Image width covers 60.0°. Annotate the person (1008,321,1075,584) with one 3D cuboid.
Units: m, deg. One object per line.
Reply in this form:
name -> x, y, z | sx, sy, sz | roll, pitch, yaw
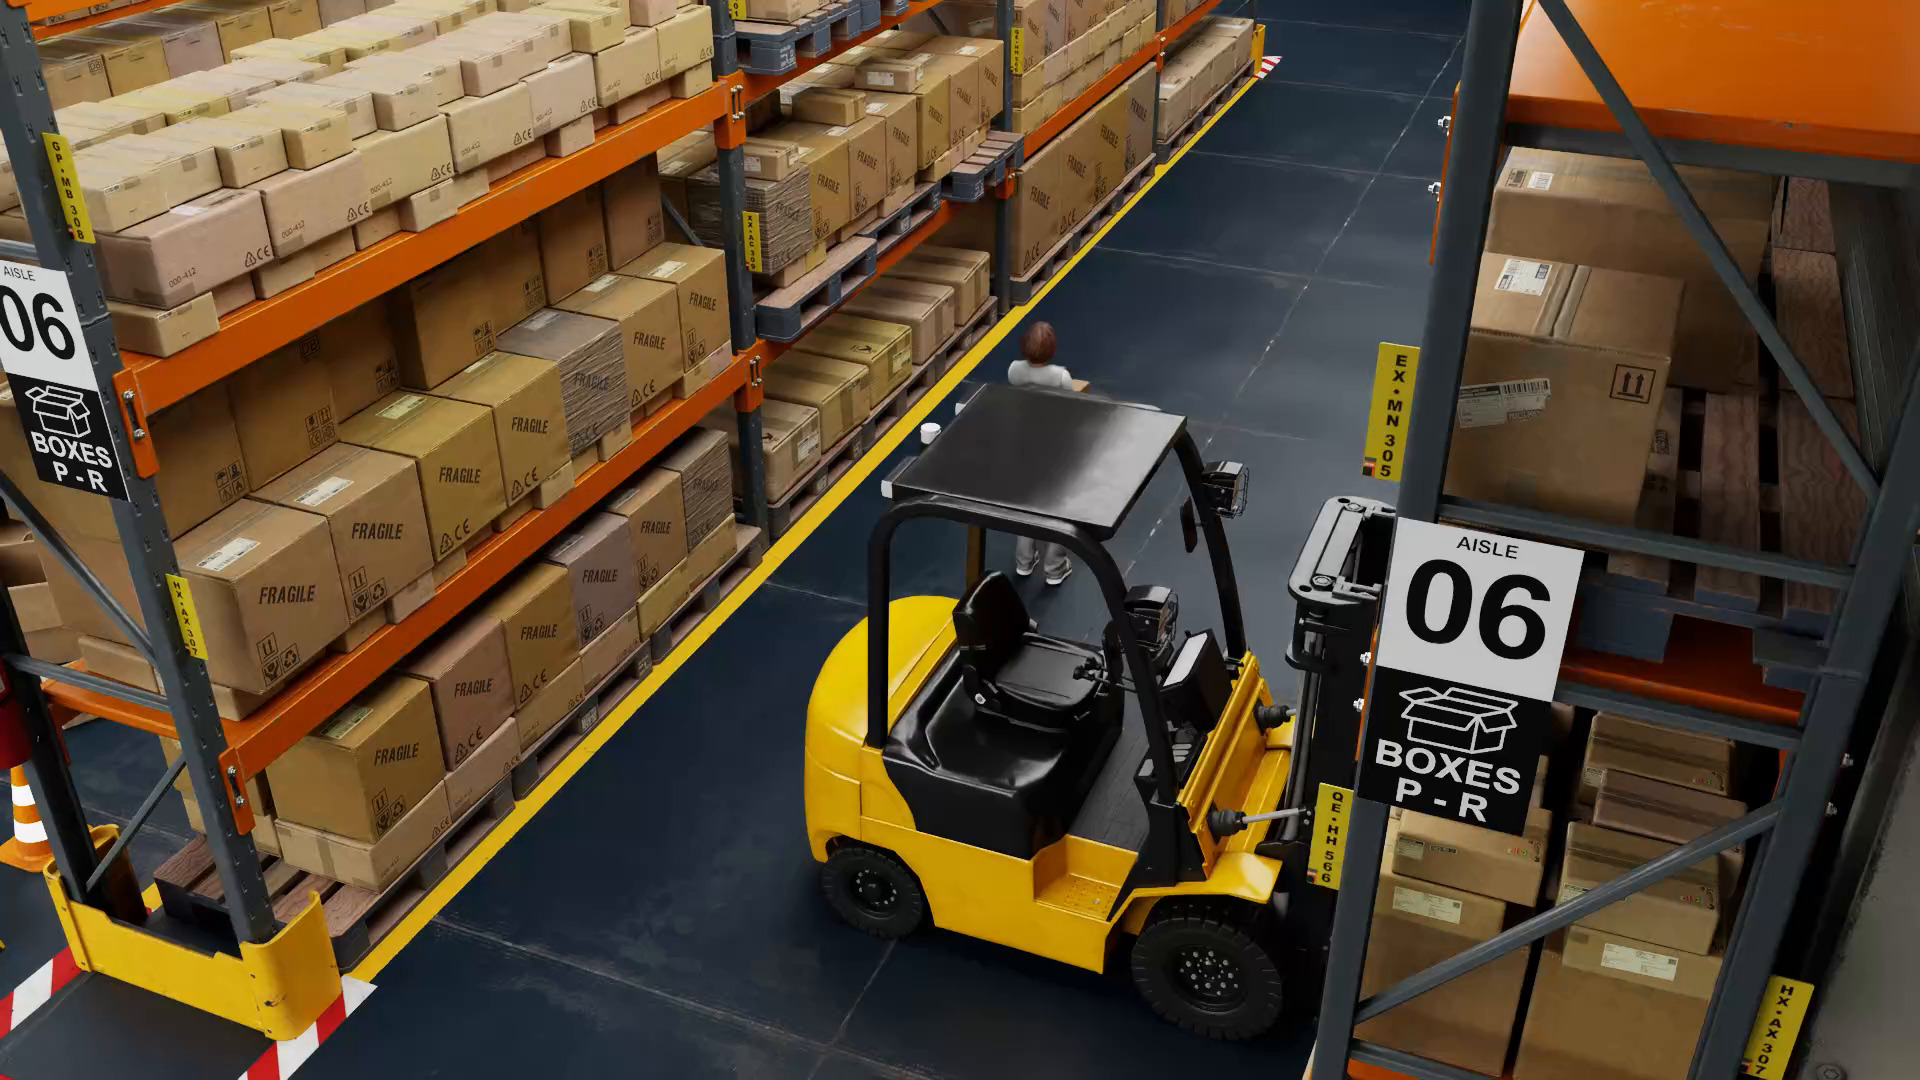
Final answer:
person -> 0.490, -0.522, 9.310 | 0.405, 1.583, 0.497 | 12, 32, 20
